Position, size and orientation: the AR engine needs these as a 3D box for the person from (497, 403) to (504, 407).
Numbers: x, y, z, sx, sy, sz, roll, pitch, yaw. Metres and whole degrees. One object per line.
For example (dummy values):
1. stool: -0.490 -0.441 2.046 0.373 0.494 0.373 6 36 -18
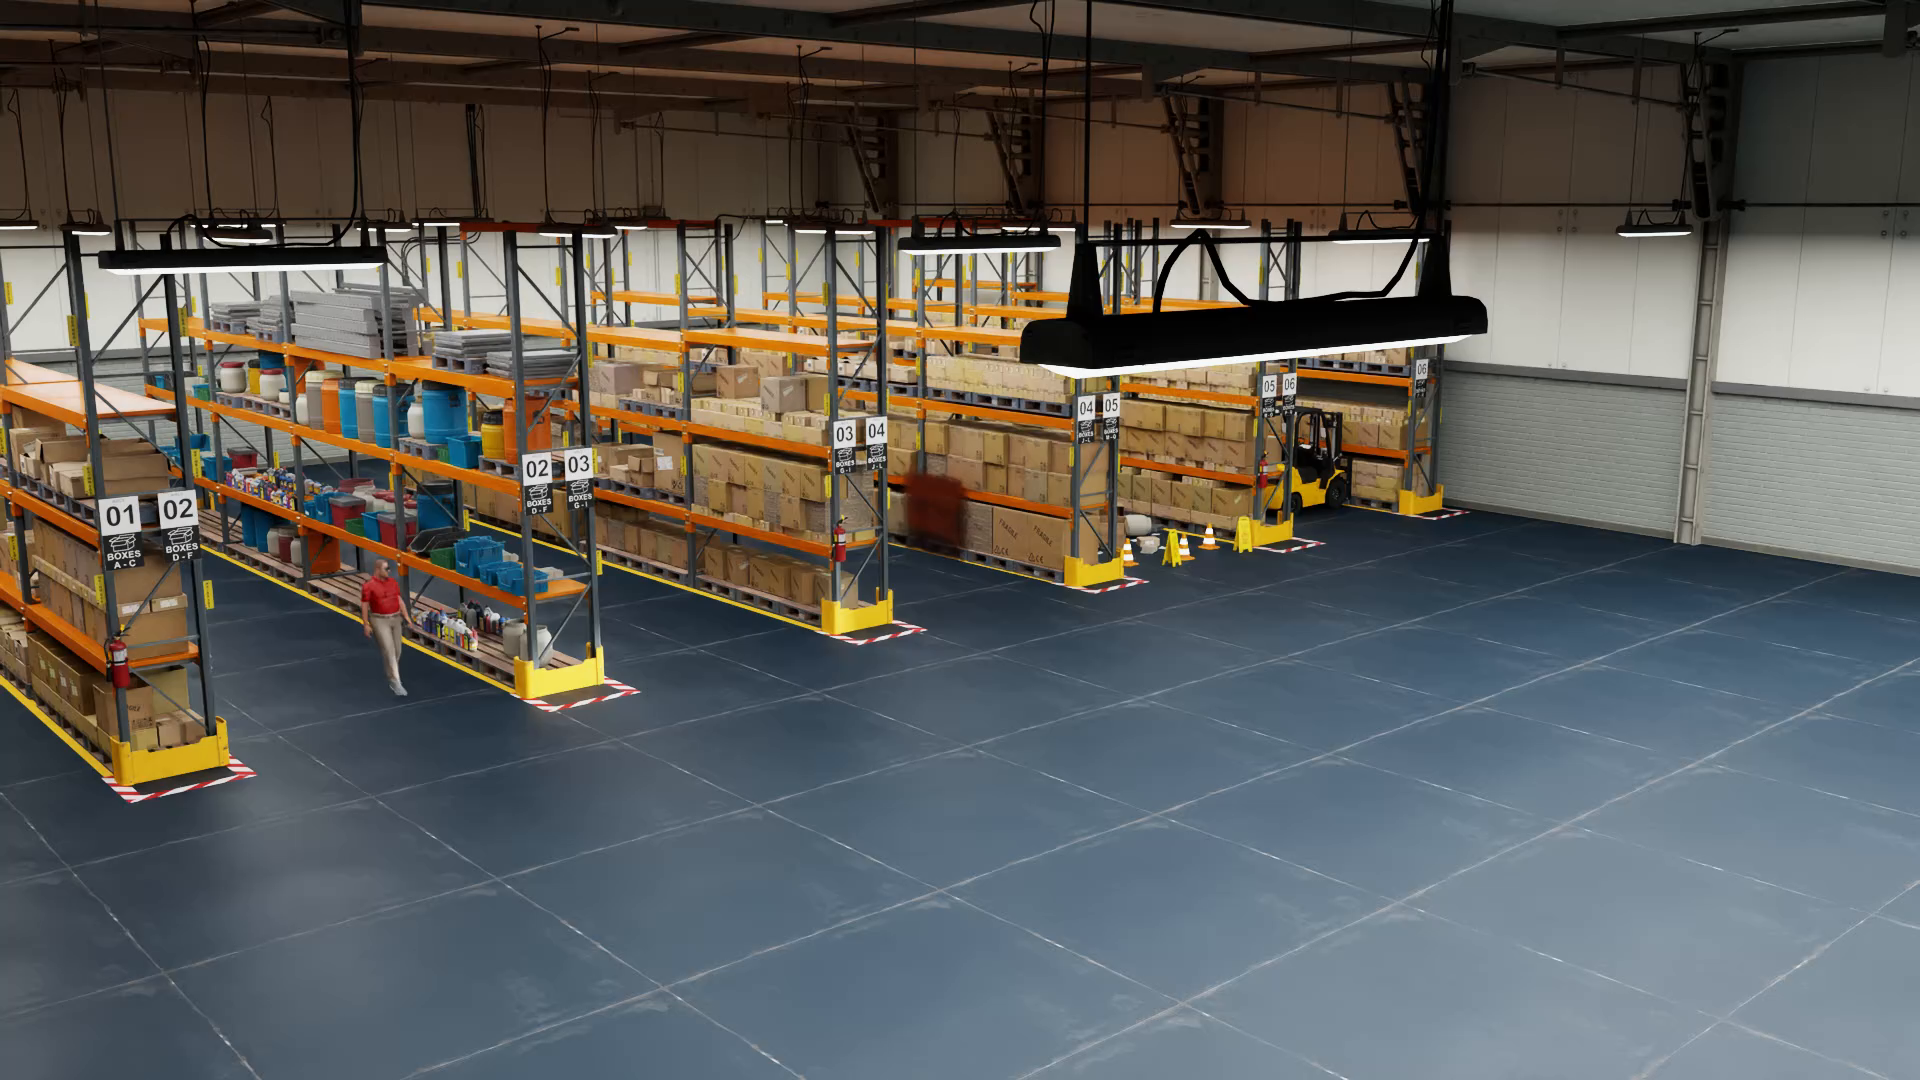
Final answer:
1. person: -10.692 -2.277 38.613 0.774 1.776 0.587 -9 15 -39

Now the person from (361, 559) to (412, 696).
1. person: -7.480 1.134 21.976 0.711 1.737 0.559 7 13 32
